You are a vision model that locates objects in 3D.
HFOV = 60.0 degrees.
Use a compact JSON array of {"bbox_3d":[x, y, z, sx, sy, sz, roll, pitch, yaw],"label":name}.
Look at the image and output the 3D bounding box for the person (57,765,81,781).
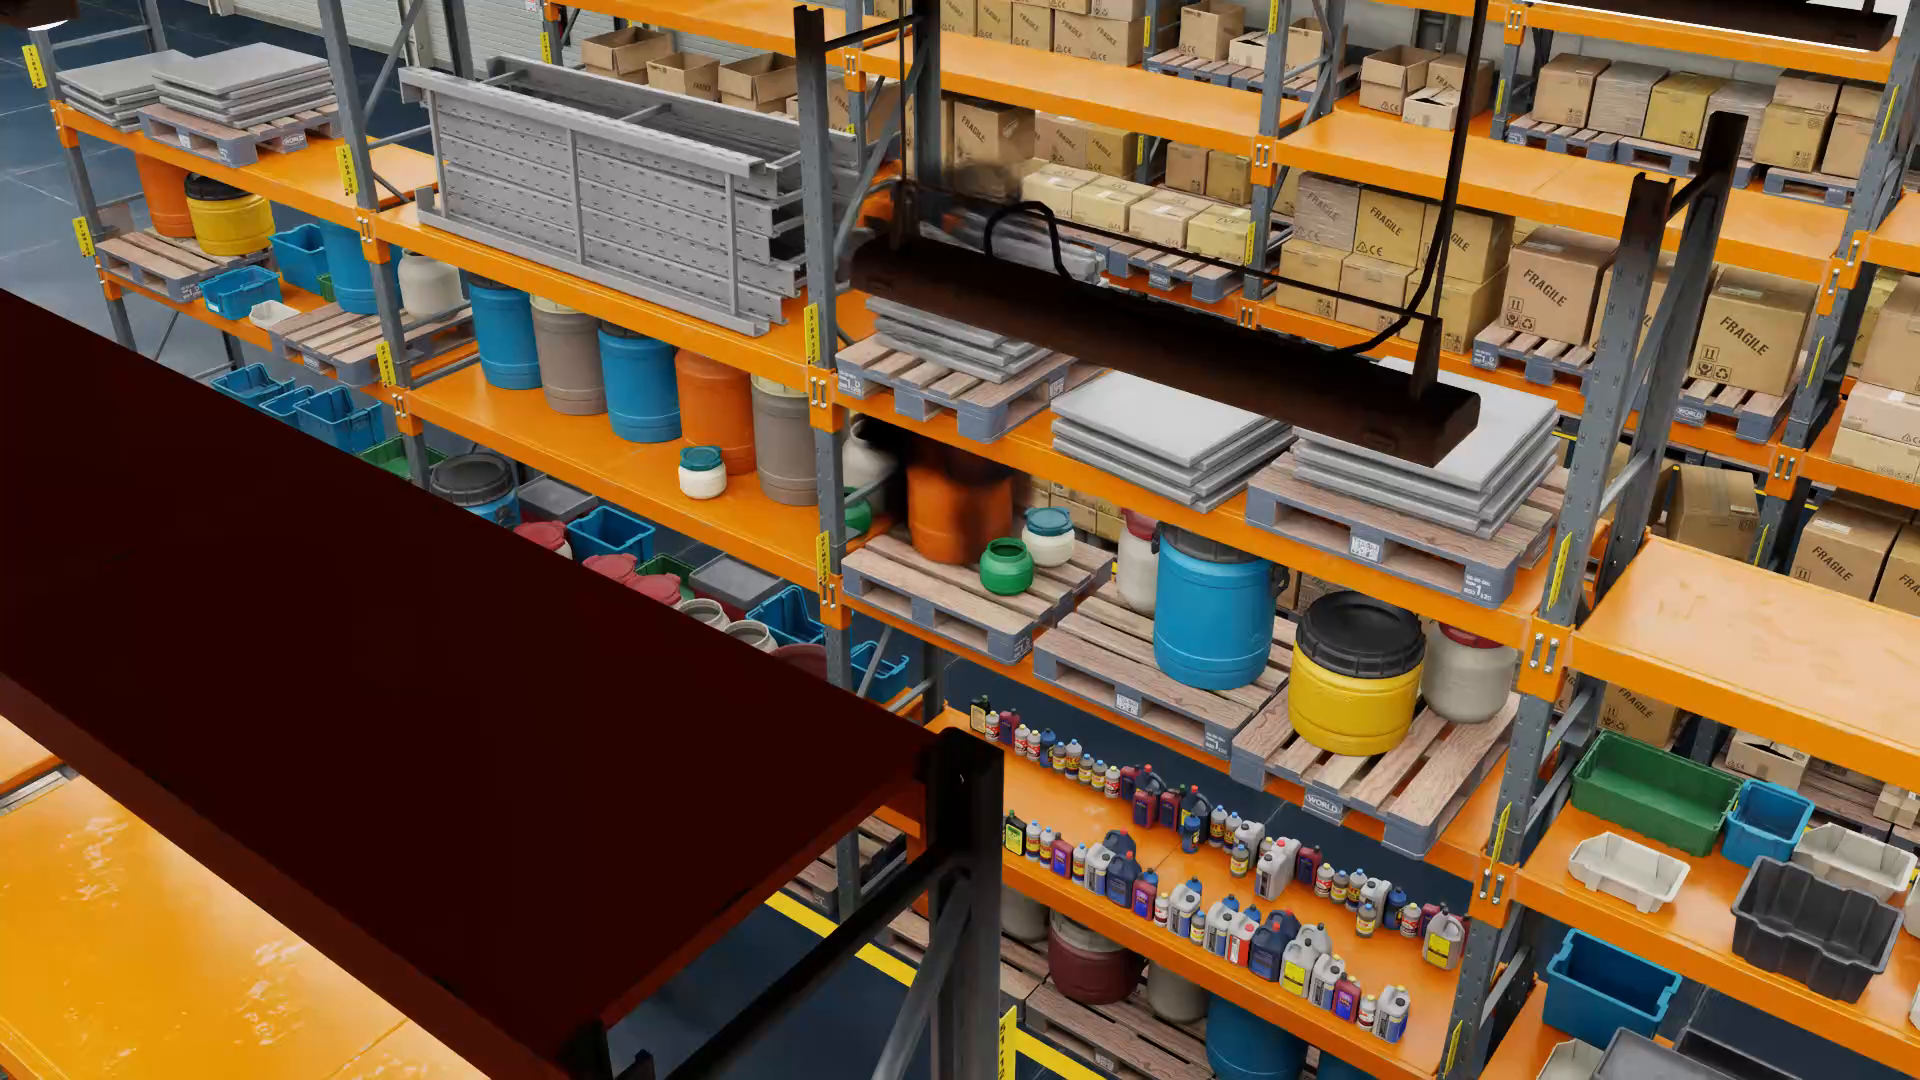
[{"bbox_3d":[-5.717,1.737,10.950,0.645,1.601,0.648,-8,32,-14],"label":"person"}]
